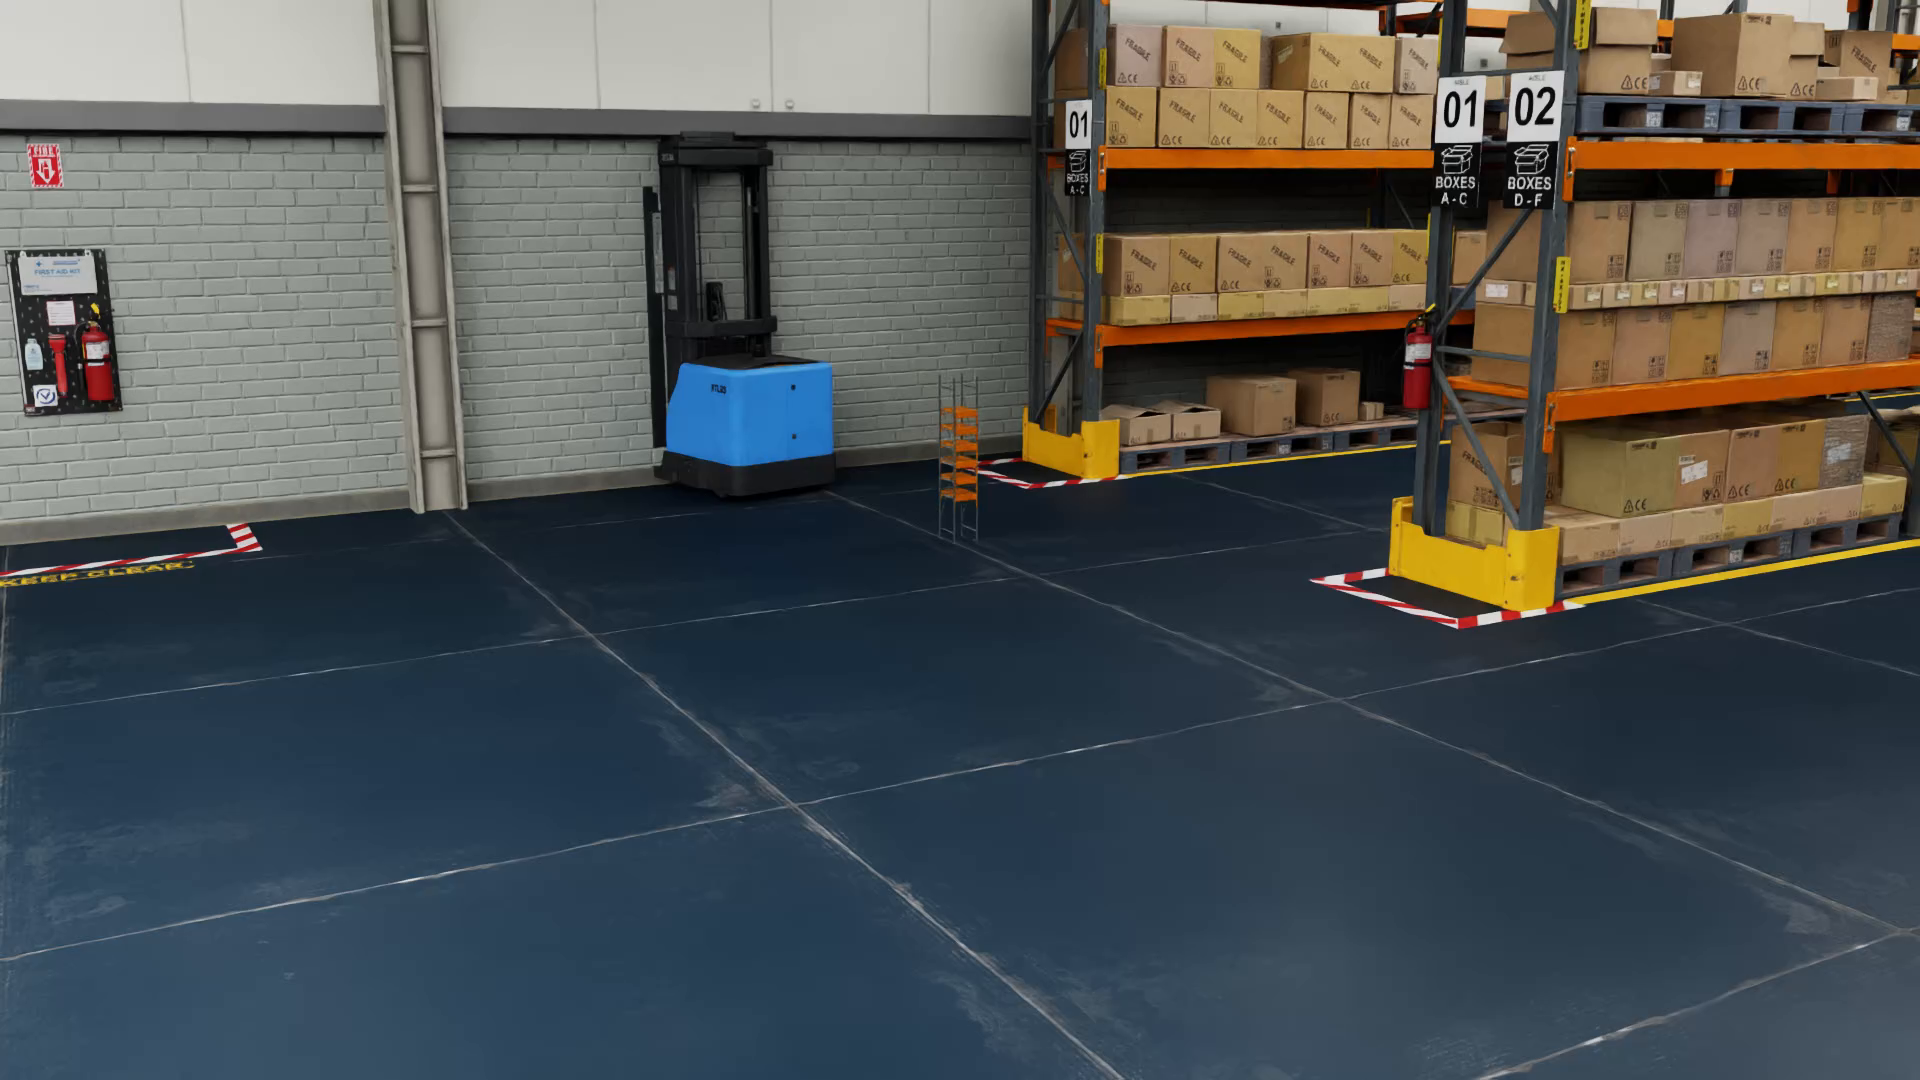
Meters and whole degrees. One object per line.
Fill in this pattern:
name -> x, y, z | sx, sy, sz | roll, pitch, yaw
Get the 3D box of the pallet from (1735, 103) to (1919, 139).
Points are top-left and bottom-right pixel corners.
pallet -> 6.070, -2.901, 11.537 | 1.213, 0.211, 1.003 | -7, 14, -28

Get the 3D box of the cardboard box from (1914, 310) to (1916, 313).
cardboard box -> 7.490, -1.638, 12.861 | 0.258, 0.266, 0.396 | -7, 15, -29

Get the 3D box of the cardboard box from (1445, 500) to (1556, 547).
cardboard box -> 3.625, -0.131, 11.168 | 0.500, 0.250, 0.500 | -7, 14, -28

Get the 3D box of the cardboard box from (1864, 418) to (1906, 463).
cardboard box -> 7.025, -0.810, 12.907 | 0.500, 0.311, 0.500 | -7, 14, -28

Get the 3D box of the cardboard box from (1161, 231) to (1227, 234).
cardboard box -> 2.129, -2.608, 15.455 | 0.500, 0.500, 0.500 | -7, 15, -29

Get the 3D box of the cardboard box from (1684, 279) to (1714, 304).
cardboard box -> 4.649, -1.629, 10.809 | 0.250, 0.149, 0.380 | -7, 15, -30

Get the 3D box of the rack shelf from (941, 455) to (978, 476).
rack shelf -> -0.013, -0.540, 11.980 | 0.180, 0.103, 0.258 | -7, 14, -28

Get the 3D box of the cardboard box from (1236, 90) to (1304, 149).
cardboard box -> 2.735, -3.783, 14.983 | 0.500, 0.500, 0.500 | -6, 14, -24

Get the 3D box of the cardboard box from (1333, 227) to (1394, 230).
cardboard box -> 3.917, -2.823, 16.409 | 0.500, 0.500, 0.500 | -7, 15, -29

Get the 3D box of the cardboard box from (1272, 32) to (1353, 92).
cardboard box -> 3.191, -4.318, 15.081 | 0.500, 0.500, 0.500 | -7, 15, -30

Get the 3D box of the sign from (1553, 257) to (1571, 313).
sign -> 3.556, -1.508, 9.826 | 0.005, 0.325, 0.100 | -7, 14, -28

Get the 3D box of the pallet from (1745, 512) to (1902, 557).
pallet -> 6.089, -0.140, 12.248 | 1.213, 0.211, 1.003 | -7, 14, -28

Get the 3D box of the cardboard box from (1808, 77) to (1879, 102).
cardboard box -> 5.879, -3.010, 11.117 | 0.250, 0.149, 0.380 | -7, 14, -28

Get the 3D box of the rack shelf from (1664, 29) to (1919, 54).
rack shelf -> 9.696, -5.542, 18.787 | 4.000, 0.370, 1.077 | -7, 14, -28

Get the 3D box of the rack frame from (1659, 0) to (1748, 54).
rack frame -> 7.941, -5.877, 17.729 | 0.127, 3.000, 1.000 | -7, 14, -28

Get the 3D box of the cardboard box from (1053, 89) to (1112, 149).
cardboard box -> 1.164, -3.724, 14.718 | 0.500, 0.500, 0.500 | -6, 14, -24

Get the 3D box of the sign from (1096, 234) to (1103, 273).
sign -> 1.179, -2.427, 14.089 | 0.005, 0.325, 0.100 | -7, 14, -28

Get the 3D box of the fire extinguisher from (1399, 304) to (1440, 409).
fire extinguisher -> 2.969, -1.194, 10.759 | 0.183, 0.674, 0.296 | -7, 14, -28

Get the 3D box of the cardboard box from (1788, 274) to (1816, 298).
cardboard box -> 5.555, -1.738, 11.293 | 0.250, 0.149, 0.380 | -6, 14, -26

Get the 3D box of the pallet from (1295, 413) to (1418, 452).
pallet -> 3.857, -1.092, 16.480 | 1.213, 0.211, 1.003 | -7, 14, -28

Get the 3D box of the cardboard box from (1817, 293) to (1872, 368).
cardboard box -> 5.960, -1.520, 11.802 | 0.500, 0.500, 0.700 | -7, 14, -28

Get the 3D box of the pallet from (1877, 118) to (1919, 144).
pallet -> 7.575, -3.041, 12.393 | 1.217, 0.209, 0.805 | -8, 15, -30

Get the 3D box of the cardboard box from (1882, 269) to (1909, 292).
cardboard box -> 6.453, -1.845, 11.771 | 0.250, 0.149, 0.380 | -7, 15, -29

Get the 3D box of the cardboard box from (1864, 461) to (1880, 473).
cardboard box -> 7.032, -0.538, 12.976 | 0.500, 0.250, 0.500 | -7, 14, -28

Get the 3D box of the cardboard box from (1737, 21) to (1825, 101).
cardboard box -> 5.301, -3.213, 11.214 | 0.637, 0.503, 0.797 | -5, 14, -22

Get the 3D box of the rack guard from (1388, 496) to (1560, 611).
rack guard -> 3.275, 0.067, 10.671 | 0.348, 0.500, 1.175 | -7, 14, -28

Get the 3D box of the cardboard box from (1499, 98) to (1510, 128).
cardboard box -> 5.489, -4.261, 16.627 | 0.500, 0.311, 0.500 | -6, 14, -26

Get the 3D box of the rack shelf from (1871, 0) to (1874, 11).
rack shelf -> 8.562, -4.167, 12.677 | 4.000, 0.370, 1.077 | -7, 14, -28

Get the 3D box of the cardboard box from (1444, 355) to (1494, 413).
cardboard box -> 5.068, -1.606, 17.103 | 0.500, 0.500, 0.700 | -6, 14, -26

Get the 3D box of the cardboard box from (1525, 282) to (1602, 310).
cardboard box -> 3.743, -1.520, 10.325 | 0.250, 0.149, 0.380 | -7, 14, -28

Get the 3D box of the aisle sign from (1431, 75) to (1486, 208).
aisle sign -> 3.097, -2.473, 10.343 | 0.004, 0.787, 0.394 | -7, 14, -28

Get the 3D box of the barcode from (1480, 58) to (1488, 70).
barcode -> 3.330, -3.026, 10.569 | 0.075, 0.075, 0.001 | -7, 14, -28

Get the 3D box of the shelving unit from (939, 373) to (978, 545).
shelving unit -> -0.013, -0.584, 11.971 | 0.189, 1.200, 0.258 | -7, 14, -28

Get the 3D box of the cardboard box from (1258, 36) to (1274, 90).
cardboard box -> 2.534, -4.373, 15.326 | 0.500, 0.500, 0.500 | -7, 14, -28

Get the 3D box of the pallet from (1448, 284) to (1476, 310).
pallet -> 5.170, -2.489, 16.772 | 1.213, 0.211, 1.003 | -7, 14, -28

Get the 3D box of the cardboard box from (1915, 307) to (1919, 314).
cardboard box -> 10.944, -2.434, 20.032 | 0.750, 0.750, 0.750 | -7, 14, -27

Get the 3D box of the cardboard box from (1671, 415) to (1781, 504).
cardboard box -> 5.191, -0.555, 11.341 | 0.500, 0.500, 0.500 | -7, 14, -28

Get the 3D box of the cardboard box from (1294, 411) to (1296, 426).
cardboard box -> 3.016, -1.189, 16.052 | 0.250, 0.149, 0.380 | -8, 15, -32

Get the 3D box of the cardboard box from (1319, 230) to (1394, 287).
cardboard box -> 3.728, -2.669, 15.726 | 0.500, 0.500, 0.500 | -7, 14, -28

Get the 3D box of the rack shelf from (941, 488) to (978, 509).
rack shelf -> -0.013, -0.306, 12.033 | 0.180, 0.103, 0.258 | -7, 14, -28

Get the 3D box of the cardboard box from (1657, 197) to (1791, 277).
cardboard box -> 5.099, -2.051, 11.208 | 0.500, 0.500, 0.700 | -7, 14, -28

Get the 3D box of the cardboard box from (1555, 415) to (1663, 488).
cardboard box -> 4.495, -0.606, 11.567 | 0.500, 0.500, 0.500 | -7, 14, -28

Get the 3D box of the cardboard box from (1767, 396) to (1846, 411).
cardboard box -> 6.250, -0.816, 12.503 | 0.500, 0.500, 0.500 | -7, 14, -28

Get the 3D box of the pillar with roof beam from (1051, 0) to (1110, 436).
pillar with roof beam -> 3.182, -4.446, 11.371 | 0.400, 9.000, 9.100 | -7, 14, -28

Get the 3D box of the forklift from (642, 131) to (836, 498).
forklift -> -2.391, -2.030, 14.453 | 1.130, 2.935, 3.031 | -11, 17, -40

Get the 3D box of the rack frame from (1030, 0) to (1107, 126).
rack frame -> 0.919, -5.036, 13.990 | 0.127, 3.000, 1.000 | -7, 14, -28

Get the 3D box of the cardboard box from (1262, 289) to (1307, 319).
cardboard box -> 2.843, -2.198, 15.341 | 0.500, 0.250, 0.500 | -7, 14, -27

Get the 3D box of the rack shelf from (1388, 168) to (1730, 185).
rack shelf -> 6.185, -3.853, 17.203 | 4.000, 0.370, 1.077 | -7, 14, -28

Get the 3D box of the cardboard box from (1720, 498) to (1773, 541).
cardboard box -> 5.190, -0.189, 11.424 | 0.500, 0.250, 0.500 | -7, 14, -28

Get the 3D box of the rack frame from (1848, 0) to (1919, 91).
rack frame -> 6.807, -4.502, 11.619 | 0.127, 3.000, 1.000 | -7, 14, -28

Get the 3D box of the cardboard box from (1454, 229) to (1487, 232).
cardboard box -> 5.387, -2.898, 16.923 | 0.500, 0.500, 0.700 | -5, 14, -22

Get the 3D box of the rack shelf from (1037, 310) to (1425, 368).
rack shelf -> 2.674, -1.968, 15.662 | 4.000, 0.370, 1.077 | -7, 14, -28

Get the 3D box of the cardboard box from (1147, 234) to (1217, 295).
cardboard box -> 1.921, -2.454, 14.768 | 0.500, 0.500, 0.500 | -7, 14, -28

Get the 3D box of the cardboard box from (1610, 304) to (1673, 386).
cardboard box -> 4.170, -1.306, 10.854 | 0.500, 0.500, 0.700 | -6, 14, -26

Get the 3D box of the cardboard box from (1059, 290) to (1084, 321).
cardboard box -> 1.236, -2.132, 15.047 | 0.500, 0.250, 0.500 | -7, 14, -27
